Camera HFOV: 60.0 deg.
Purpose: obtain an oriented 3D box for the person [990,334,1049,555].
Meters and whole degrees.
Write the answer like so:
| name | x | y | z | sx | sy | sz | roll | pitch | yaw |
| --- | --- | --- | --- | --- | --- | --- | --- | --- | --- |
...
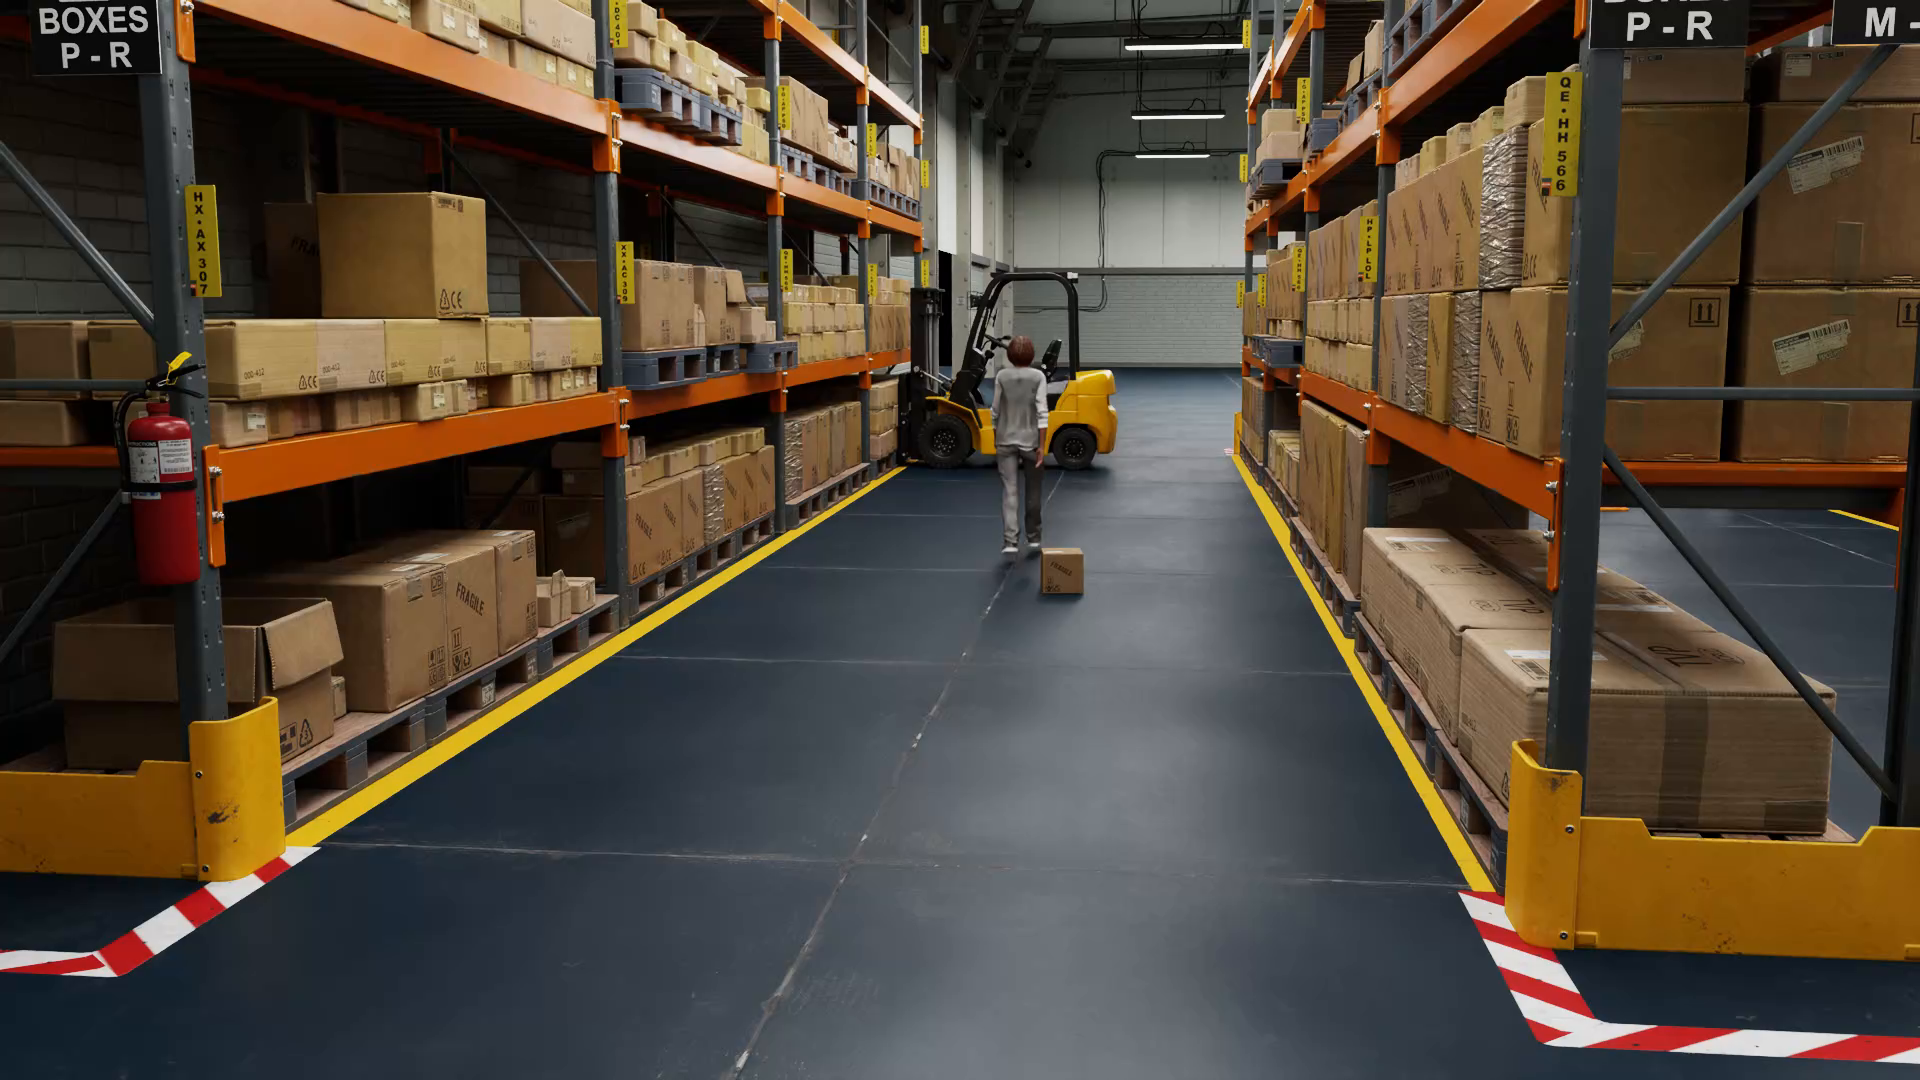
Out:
| name | x | y | z | sx | sy | sz | roll | pitch | yaw |
| --- | --- | --- | --- | --- | --- | --- | --- | --- | --- |
| person | 0.421 | -0.684 | 11.779 | 0.422 | 1.537 | 0.963 | 0 | 8 | 4 |
